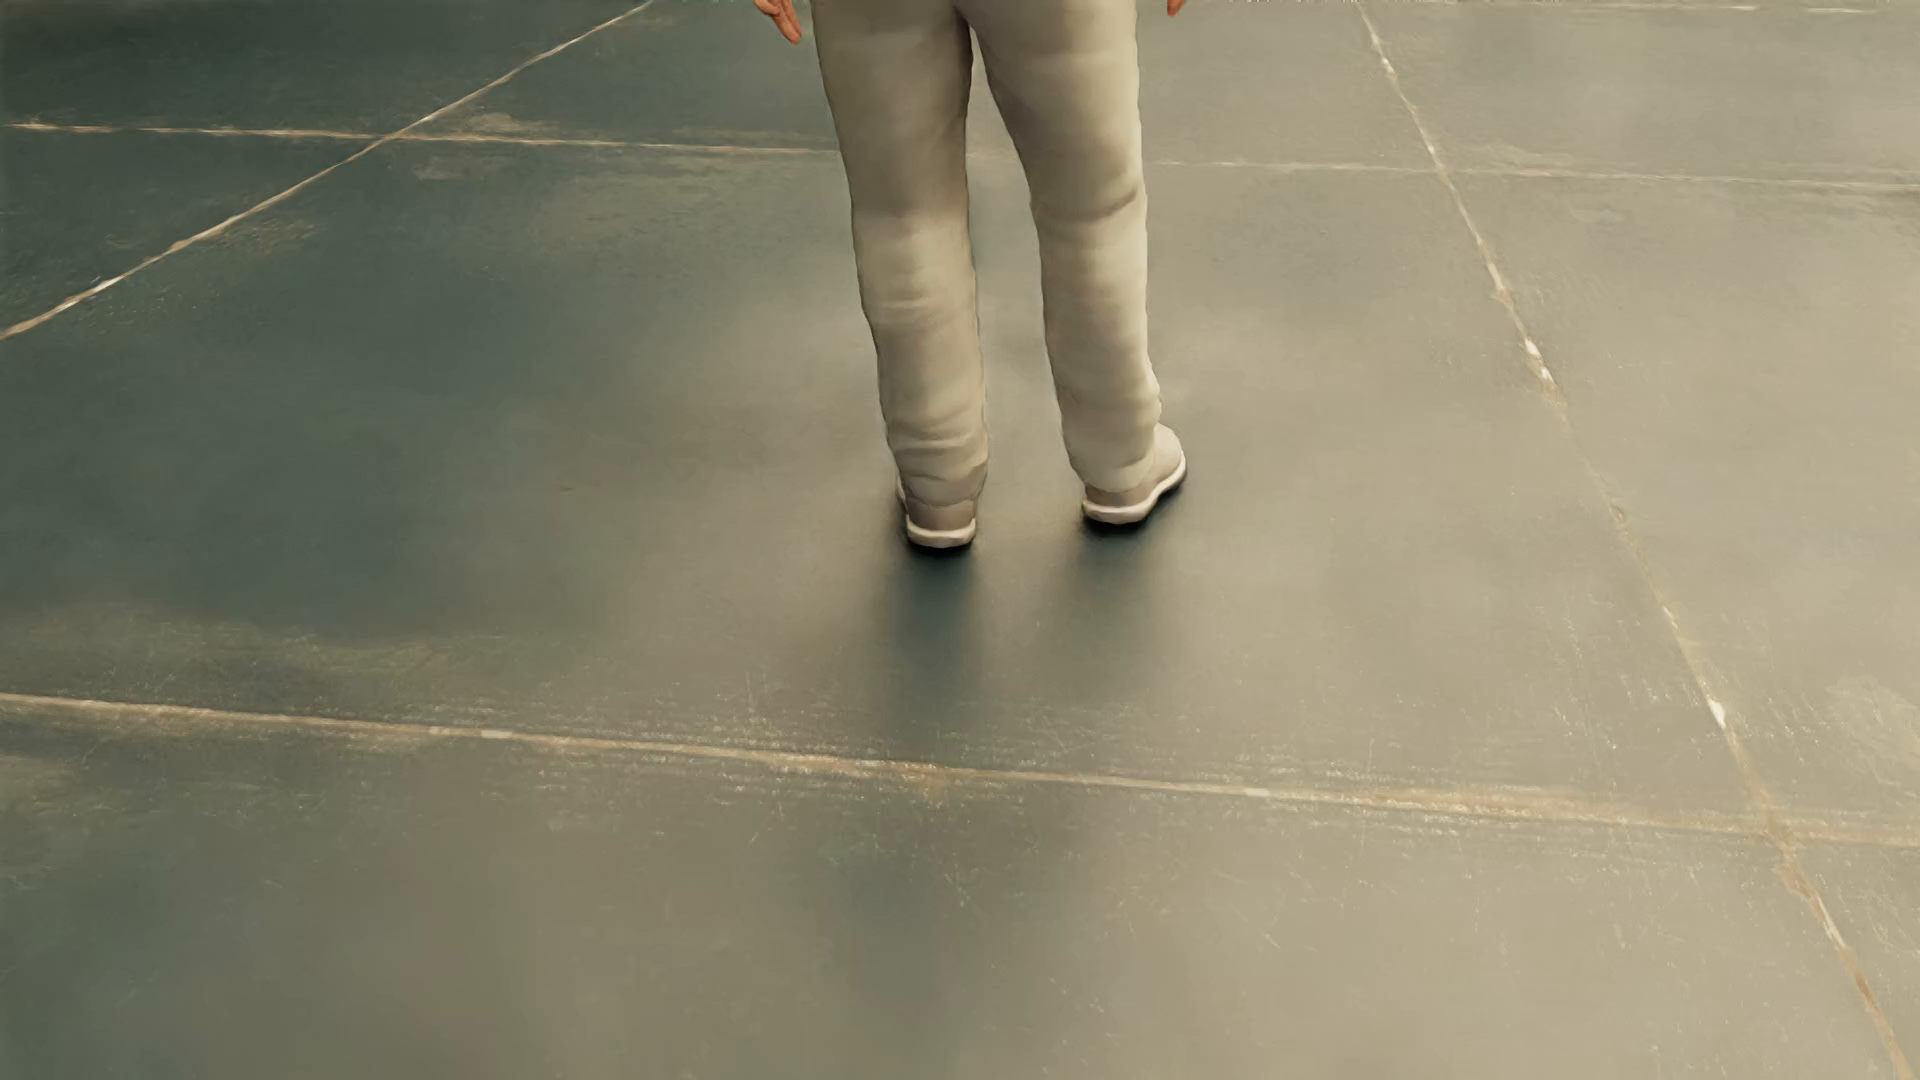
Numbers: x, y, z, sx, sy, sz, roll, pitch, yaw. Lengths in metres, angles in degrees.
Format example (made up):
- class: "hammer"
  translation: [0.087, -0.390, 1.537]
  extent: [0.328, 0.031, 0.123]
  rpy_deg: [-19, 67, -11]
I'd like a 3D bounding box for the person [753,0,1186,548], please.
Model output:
- class: "person"
  translation: [0.022, -0.837, 2.167]
  extent: [0.640, 1.778, 0.574]
  rpy_deg: [3, 27, 7]
